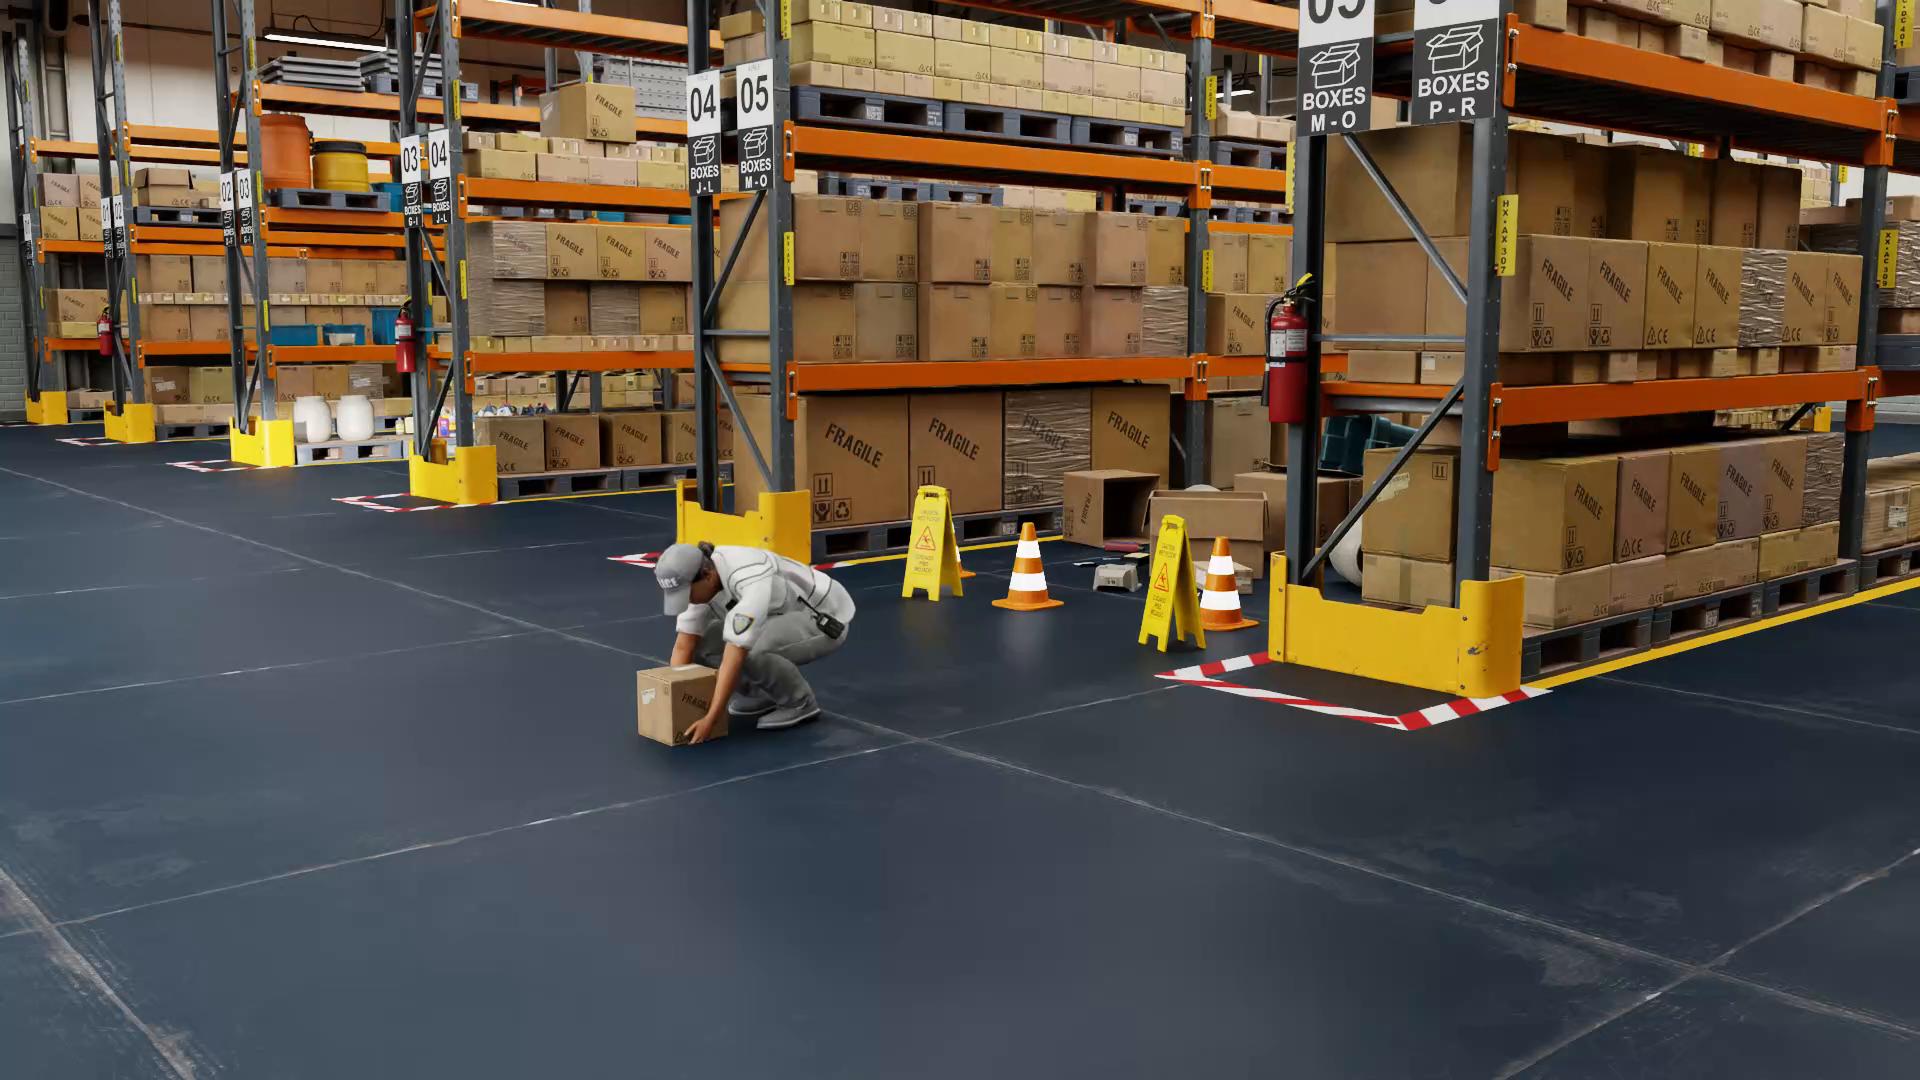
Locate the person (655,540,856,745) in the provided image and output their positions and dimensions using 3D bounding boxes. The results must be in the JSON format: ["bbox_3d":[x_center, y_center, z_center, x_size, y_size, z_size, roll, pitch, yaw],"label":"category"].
[{"bbox_3d":[-0.842,0.376,6.577,0.860,0.808,0.514,-7,10,-41],"label":"person"}]
